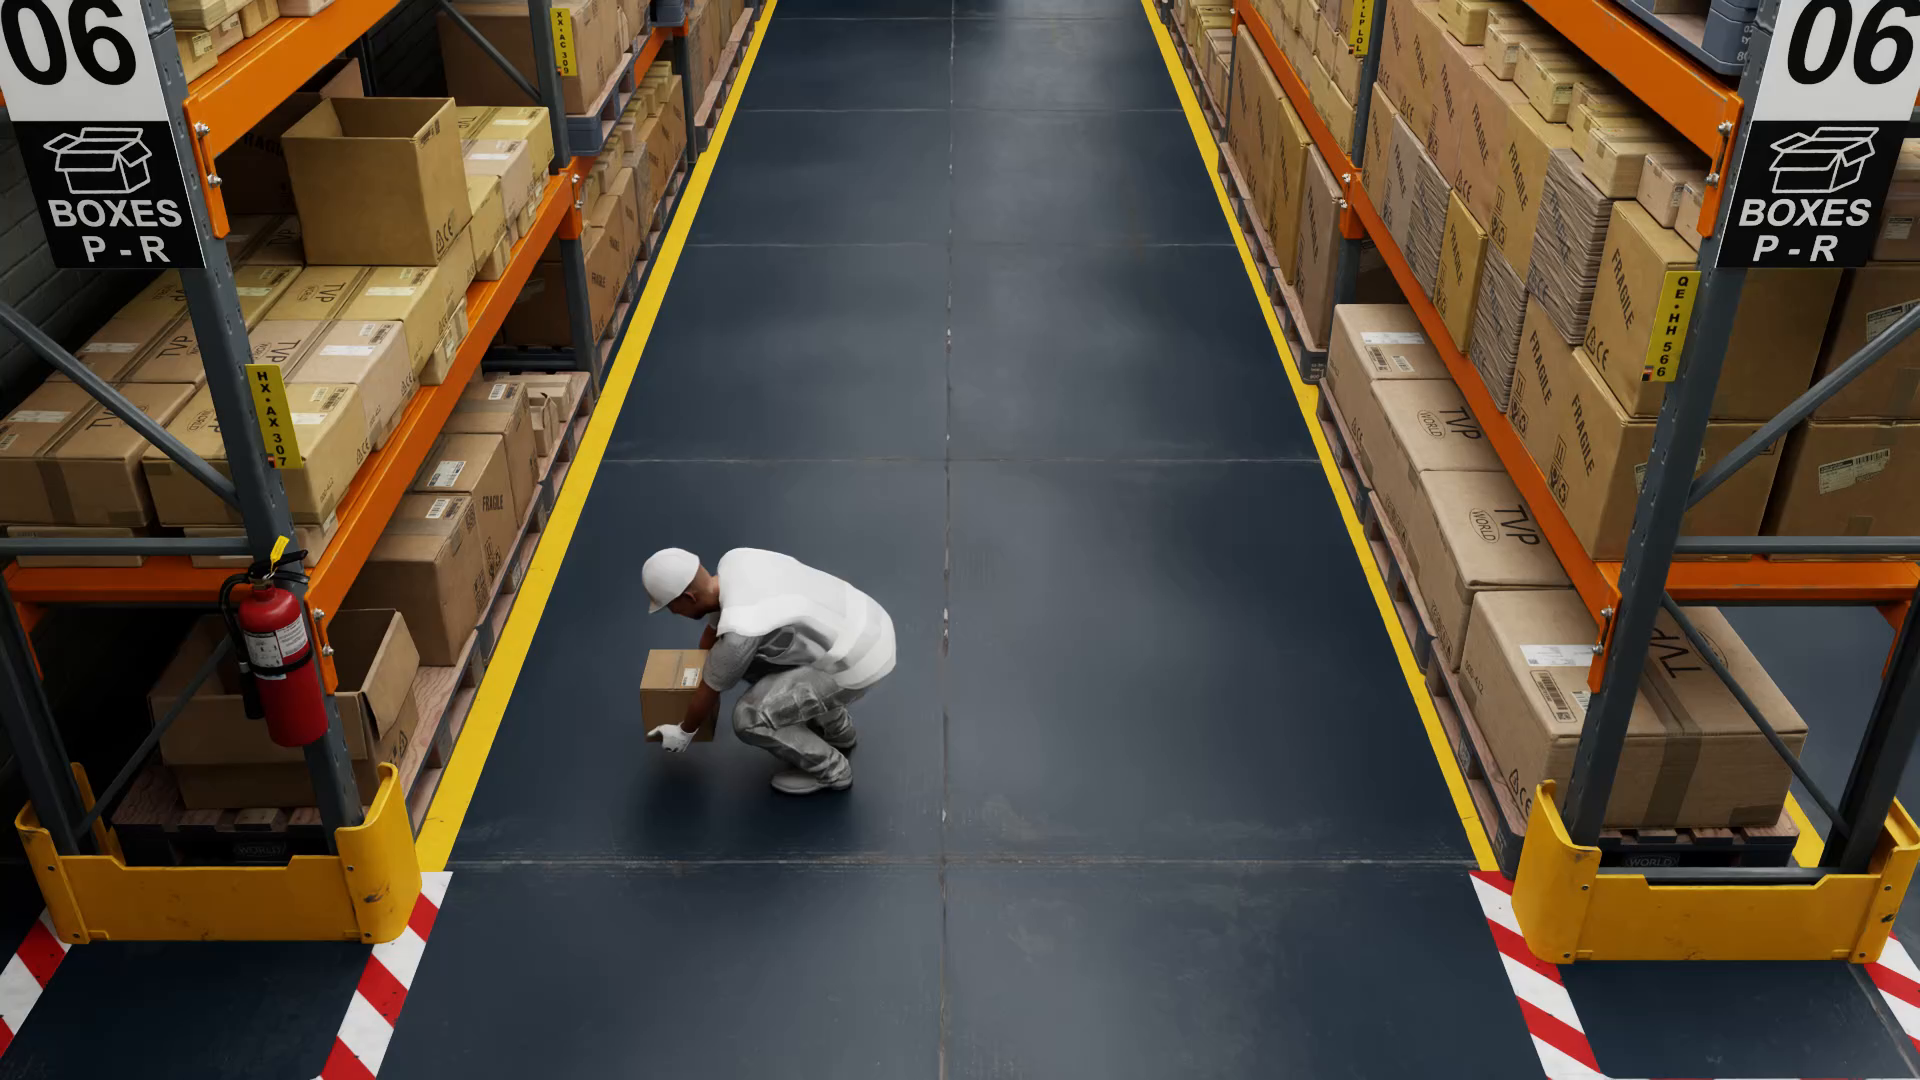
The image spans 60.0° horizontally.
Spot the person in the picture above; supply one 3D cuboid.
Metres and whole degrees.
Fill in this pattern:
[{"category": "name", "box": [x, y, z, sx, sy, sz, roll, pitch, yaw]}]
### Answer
[{"category": "person", "box": [-0.700, 0.448, 6.141, 0.930, 1.000, 0.556, -1, 31, -1]}]
